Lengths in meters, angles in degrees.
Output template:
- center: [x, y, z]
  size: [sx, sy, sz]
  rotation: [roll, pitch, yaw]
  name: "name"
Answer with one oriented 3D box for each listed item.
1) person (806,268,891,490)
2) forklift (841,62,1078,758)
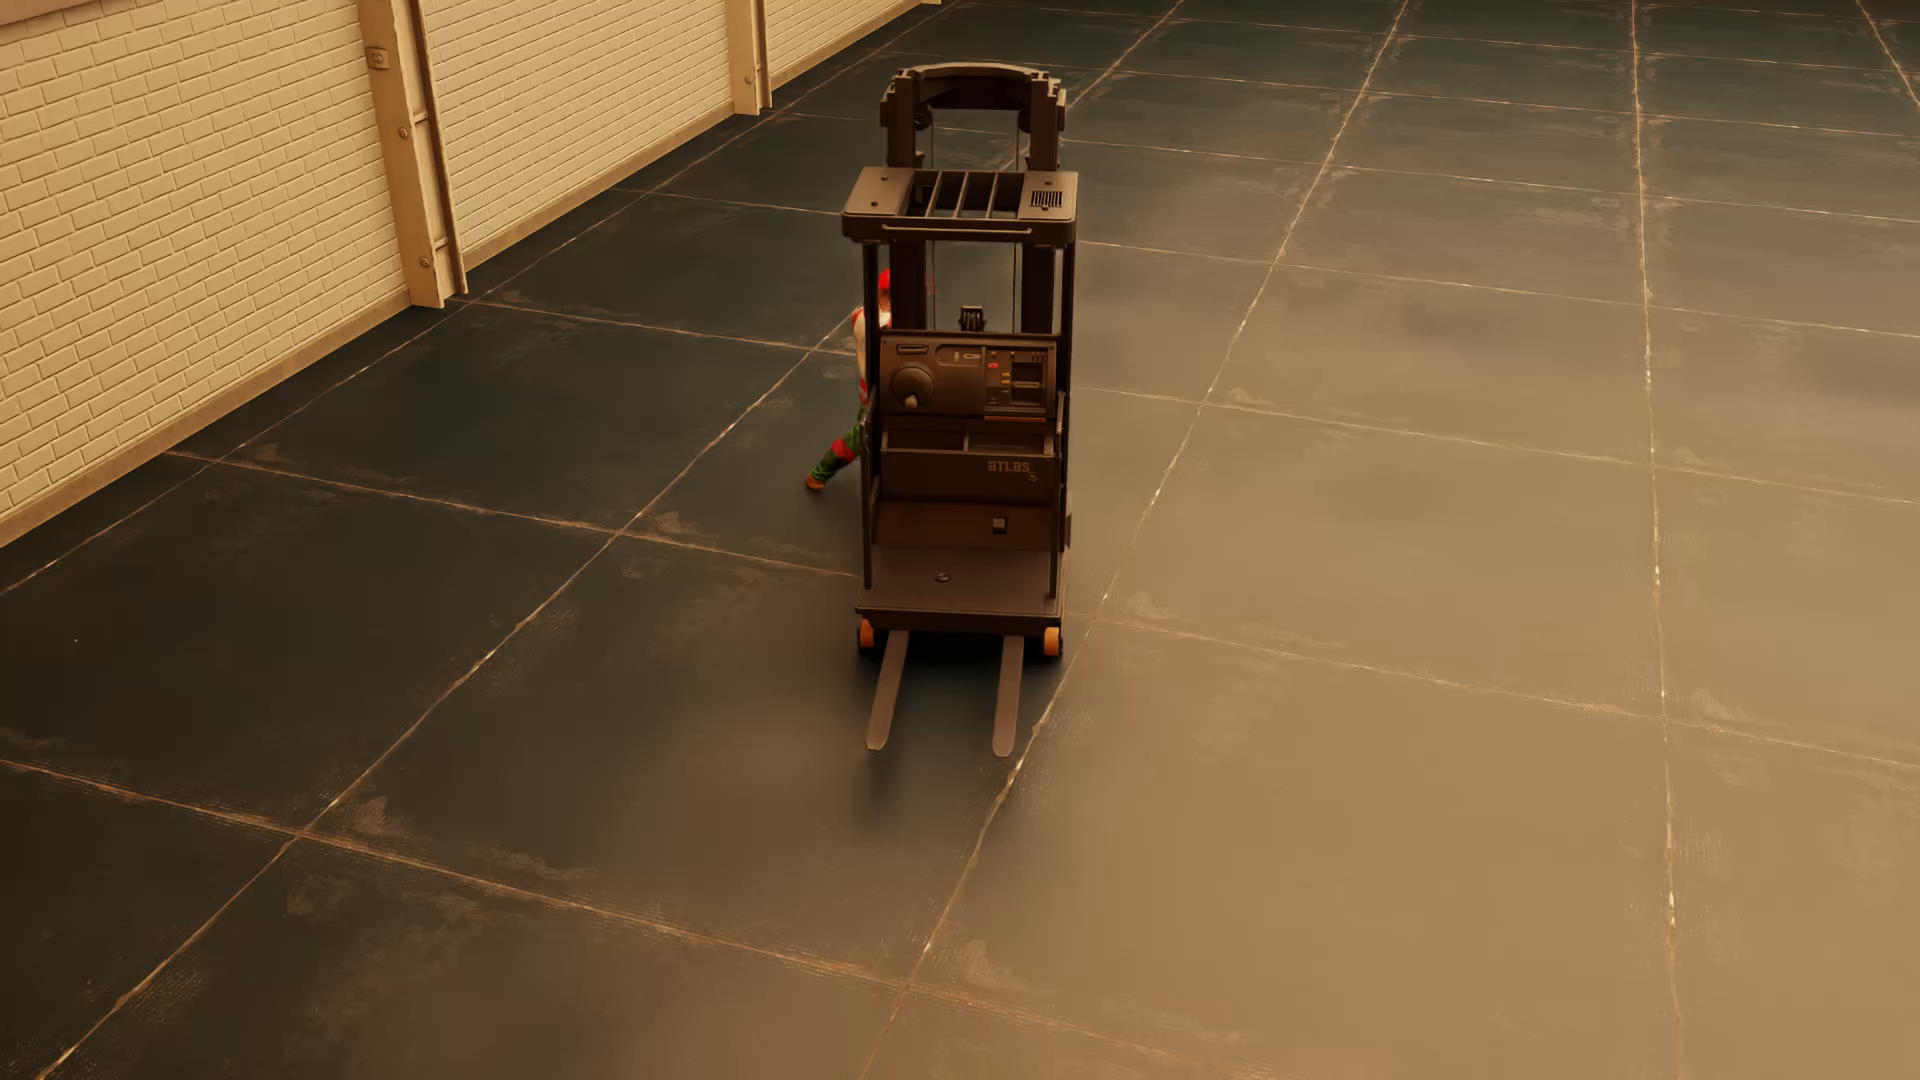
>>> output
- center: [-0.341, -0.947, 10.171]
  size: [1.004, 1.591, 1.158]
  rotation: [-18, 34, -28]
  name: "person"
- center: [0.025, -0.817, 8.569]
  size: [1.130, 2.935, 3.031]
  rotation: [2, 30, 4]
  name: "forklift"
